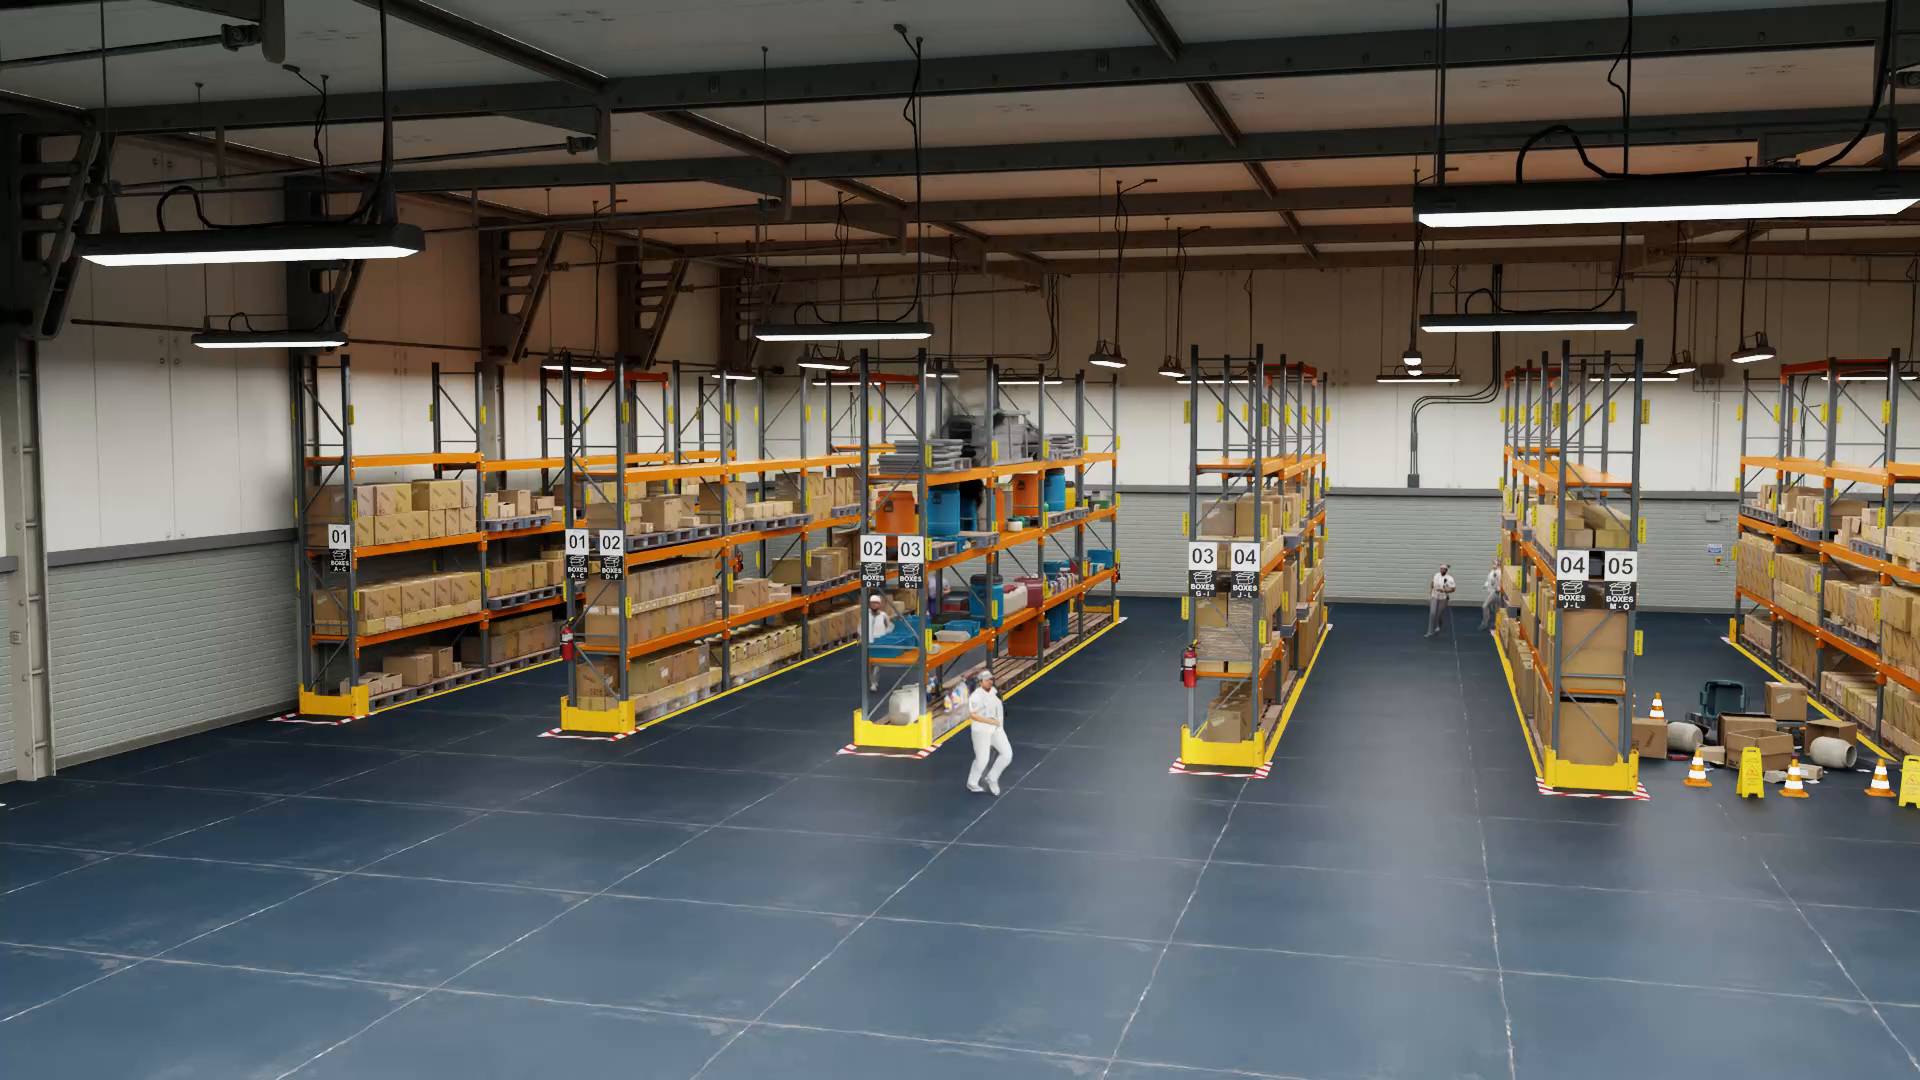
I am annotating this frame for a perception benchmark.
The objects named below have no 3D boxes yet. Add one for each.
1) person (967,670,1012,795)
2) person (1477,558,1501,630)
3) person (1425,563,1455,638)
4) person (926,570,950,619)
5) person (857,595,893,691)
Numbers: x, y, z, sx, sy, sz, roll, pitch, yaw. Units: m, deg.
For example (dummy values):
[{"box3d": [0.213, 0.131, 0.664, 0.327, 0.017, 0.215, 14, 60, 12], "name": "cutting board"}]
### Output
[{"box3d": [0.370, 2.545, 21.956, 0.610, 1.663, 0.648, -4, 6, -40], "name": "person"}, {"box3d": [12.496, 1.266, 38.838, 0.740, 1.713, 0.679, 0, 4, -7], "name": "person"}, {"box3d": [10.938, 1.355, 37.710, 0.603, 1.709, 0.874, 3, 5, 33], "name": "person"}, {"box3d": [-0.500, 1.407, 36.825, 0.607, 1.632, 0.906, 1, 4, 8], "name": "person"}, {"box3d": [-1.557, 1.869, 30.316, 0.671, 1.728, 0.597, 0, 4, 4], "name": "person"}]
